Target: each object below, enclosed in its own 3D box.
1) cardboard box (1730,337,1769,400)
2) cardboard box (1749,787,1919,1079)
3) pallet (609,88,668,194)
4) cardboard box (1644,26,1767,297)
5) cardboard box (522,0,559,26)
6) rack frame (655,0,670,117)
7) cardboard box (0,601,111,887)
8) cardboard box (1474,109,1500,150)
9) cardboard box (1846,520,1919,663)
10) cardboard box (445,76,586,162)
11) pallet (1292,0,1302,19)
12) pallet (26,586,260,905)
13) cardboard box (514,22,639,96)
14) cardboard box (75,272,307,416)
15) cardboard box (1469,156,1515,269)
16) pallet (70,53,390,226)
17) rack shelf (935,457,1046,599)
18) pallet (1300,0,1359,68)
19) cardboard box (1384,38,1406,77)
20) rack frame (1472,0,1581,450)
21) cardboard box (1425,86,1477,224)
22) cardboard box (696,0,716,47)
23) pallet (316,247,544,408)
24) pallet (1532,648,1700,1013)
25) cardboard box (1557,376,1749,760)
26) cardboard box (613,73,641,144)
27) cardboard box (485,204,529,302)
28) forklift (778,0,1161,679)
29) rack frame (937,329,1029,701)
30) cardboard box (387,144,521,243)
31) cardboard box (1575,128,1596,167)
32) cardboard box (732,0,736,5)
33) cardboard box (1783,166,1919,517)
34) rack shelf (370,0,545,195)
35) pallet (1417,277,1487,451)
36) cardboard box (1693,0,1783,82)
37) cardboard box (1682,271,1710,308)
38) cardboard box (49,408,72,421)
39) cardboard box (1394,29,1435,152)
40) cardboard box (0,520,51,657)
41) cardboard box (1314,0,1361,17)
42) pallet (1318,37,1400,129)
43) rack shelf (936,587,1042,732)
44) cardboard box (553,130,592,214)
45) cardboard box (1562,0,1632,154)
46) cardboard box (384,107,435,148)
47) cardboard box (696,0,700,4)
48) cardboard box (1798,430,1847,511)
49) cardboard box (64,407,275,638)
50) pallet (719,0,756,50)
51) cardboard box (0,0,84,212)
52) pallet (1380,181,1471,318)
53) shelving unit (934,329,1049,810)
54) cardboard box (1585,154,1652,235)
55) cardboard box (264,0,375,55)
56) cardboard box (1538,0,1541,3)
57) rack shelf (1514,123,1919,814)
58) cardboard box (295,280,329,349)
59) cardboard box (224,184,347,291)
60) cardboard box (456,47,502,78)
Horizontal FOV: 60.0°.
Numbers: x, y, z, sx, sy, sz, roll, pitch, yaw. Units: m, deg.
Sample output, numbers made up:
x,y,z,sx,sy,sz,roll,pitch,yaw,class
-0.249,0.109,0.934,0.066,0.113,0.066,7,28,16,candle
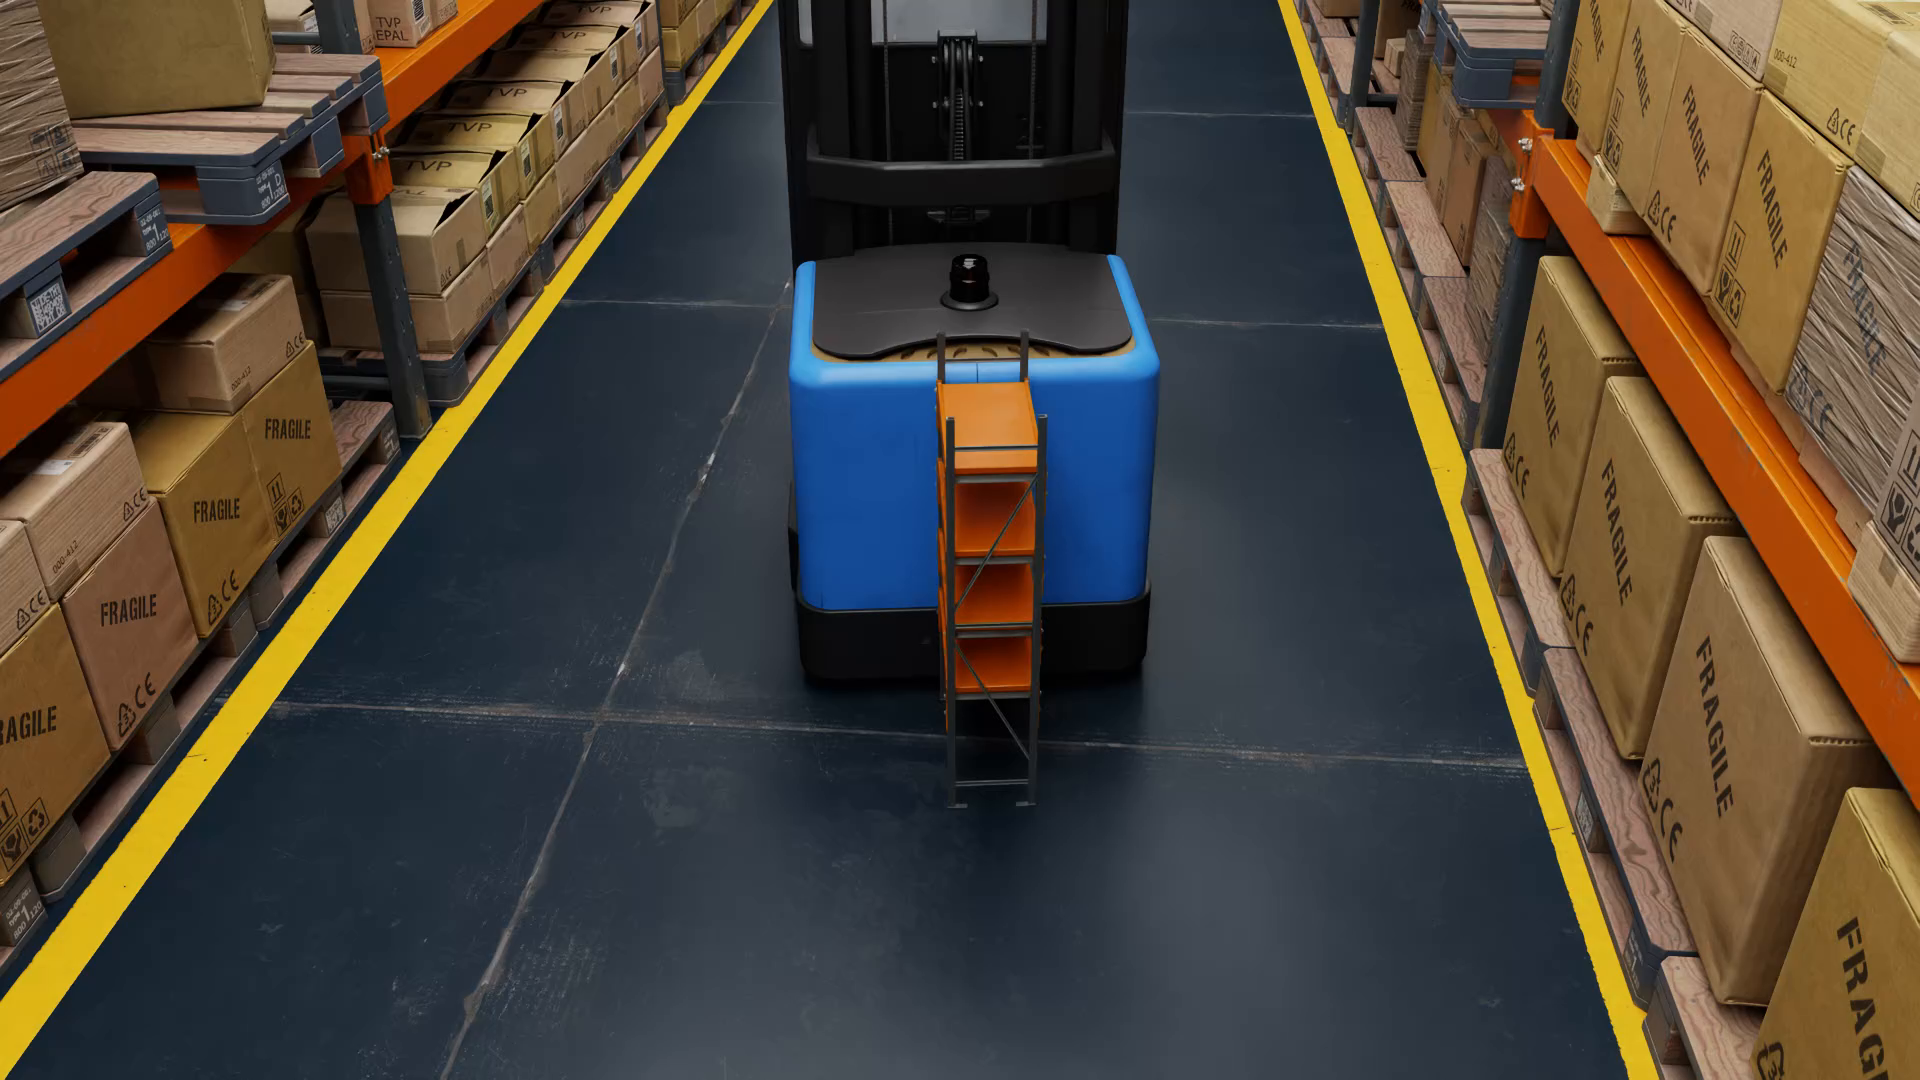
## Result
x,y,z,sx,sy,sz,roll,pitch,yaw,class
2.016,-0.434,3.815,0.380,0.149,0.250,3,32,4,cardboard box
1.985,0.986,2.940,0.750,0.750,0.750,3,32,5,cardboard box
-2.246,-2.224,9.158,1.003,0.211,1.213,2,32,4,pallet
1.999,-0.899,3.951,0.500,0.500,0.500,2,32,4,cardboard box
-2.506,-2.840,9.185,0.500,0.311,0.500,3,32,4,cardboard box
-2.225,-3.798,9.054,1.000,3.000,0.127,2,32,4,rack frame
-2.513,0.479,4.077,0.500,0.500,0.500,3,32,5,cardboard box
2.540,-1.883,7.194,0.500,0.250,0.500,2,32,4,cardboard box
1.833,0.097,2.954,0.380,0.149,0.250,2,32,4,cardboard box
-2.095,-2.025,7.864,0.500,0.311,0.500,2,32,3,cardboard box
2.931,-4.030,12.088,1.003,0.211,1.213,2,32,4,pallet
-2.751,0.505,4.729,1.003,0.211,1.213,2,32,4,pallet
-2.008,-2.549,8.713,0.500,0.311,0.500,3,32,5,cardboard box
-2.393,-0.620,5.146,0.500,0.250,0.500,4,32,6,cardboard box
2.552,-1.263,6.904,0.700,0.500,0.500,2,32,4,cardboard box
-2.535,-1.268,5.131,1.213,0.211,1.003,2,32,4,pallet
0.073,-0.041,4.375,0.258,0.148,0.480,-2,32,-3,rack shelf
2.829,-3.394,11.056,1.003,0.211,1.213,2,32,4,pallet
2.727,-2.851,9.798,0.380,0.166,0.250,-2,32,-2,cardboard box
2.387,-1.497,5.320,1.000,3.000,0.127,2,32,4,rack frame
2.596,-1.789,7.757,0.700,0.500,0.500,3,32,5,cardboard box
-1.839,-3.297,10.462,0.500,0.250,0.500,2,32,4,cardboard box
-2.444,-0.948,7.088,1.003,0.211,1.213,2,32,4,pallet
2.146,0.735,4.356,1.003,0.211,1.213,2,32,4,pallet
2.119,0.076,4.416,0.750,0.750,0.750,2,32,4,cardboard box
-2.012,-2.313,8.864,0.500,0.250,0.500,2,32,3,cardboard box
-2.175,-1.239,7.122,0.500,0.250,0.500,2,32,3,cardboard box
-0.034,-1.577,5.516,1.130,2.935,3.031,-2,32,-3,forklift
0.060,-0.036,4.664,0.240,1.200,0.015,-2,32,-3,rack frame
-2.180,-1.490,6.995,0.500,0.311,0.500,2,32,3,cardboard box
2.130,-1.236,5.117,0.380,0.149,0.250,2,32,3,cardboard box
-1.758,-3.820,11.310,0.500,0.250,0.500,2,32,4,cardboard box
1.929,-0.365,3.085,0.500,0.500,0.500,3,32,4,cardboard box
-2.387,-2.446,7.546,1.077,0.370,4.000,2,32,4,rack shelf
2.452,-0.718,6.715,1.003,0.211,1.213,2,32,4,pallet
2.014,-1.225,3.766,0.500,0.250,0.500,3,32,4,cardboard box
2.084,-0.697,4.242,0.380,0.149,0.250,3,32,5,cardboard box
-2.955,-0.068,4.964,0.500,0.500,0.500,2,32,3,cardboard box
2.670,-2.326,8.629,0.700,0.500,0.500,3,32,6,cardboard box
-2.512,0.177,3.852,0.500,0.250,0.500,3,32,4,cardboard box
2.737,-3.766,10.965,0.700,0.500,0.500,1,32,1,cardboard box
2.732,-2.754,10.018,1.003,0.211,1.213,2,32,4,pallet
0.073,0.318,4.596,0.258,0.148,0.480,-2,32,-3,rack shelf
-2.096,-1.779,7.999,0.500,0.250,0.500,3,32,5,cardboard box
2.093,-1.432,4.816,0.500,0.500,0.500,3,32,5,cardboard box
-2.673,-1.774,7.455,0.500,0.311,0.500,2,32,4,cardboard box
-1.842,-3.617,10.265,0.500,0.500,0.500,2,32,4,cardboard box
1.954,-0.158,3.368,0.380,0.149,0.250,2,32,3,cardboard box
-2.435,-0.060,4.952,0.500,0.500,0.500,1,32,2,cardboard box
-2.021,-3.665,11.496,1.003,0.211,1.213,2,32,4,pallet
-2.754,-1.124,4.219,0.700,0.500,0.500,8,33,13,cardboard box
2.554,-1.355,7.747,1.003,0.211,1.213,2,32,4,pallet
0.073,0.092,4.457,0.258,1.200,0.503,-2,32,-3,shelving unit
1.995,-0.970,4.685,0.380,0.149,0.250,3,32,5,cardboard box
-2.477,-1.857,5.989,0.500,0.311,0.500,4,32,7,cardboard box
2.434,-2.266,6.054,0.700,0.500,0.500,0,32,-1,cardboard box
2.225,-0.145,3.812,1.077,0.370,4.000,2,32,4,rack shelf
-2.750,-1.000,6.735,0.500,0.250,0.500,3,32,5,cardboard box
-2.753,-1.238,6.586,0.500,0.311,0.500,3,32,5,cardboard box
-2.593,-2.308,8.321,0.500,0.311,0.500,1,32,2,cardboard box
